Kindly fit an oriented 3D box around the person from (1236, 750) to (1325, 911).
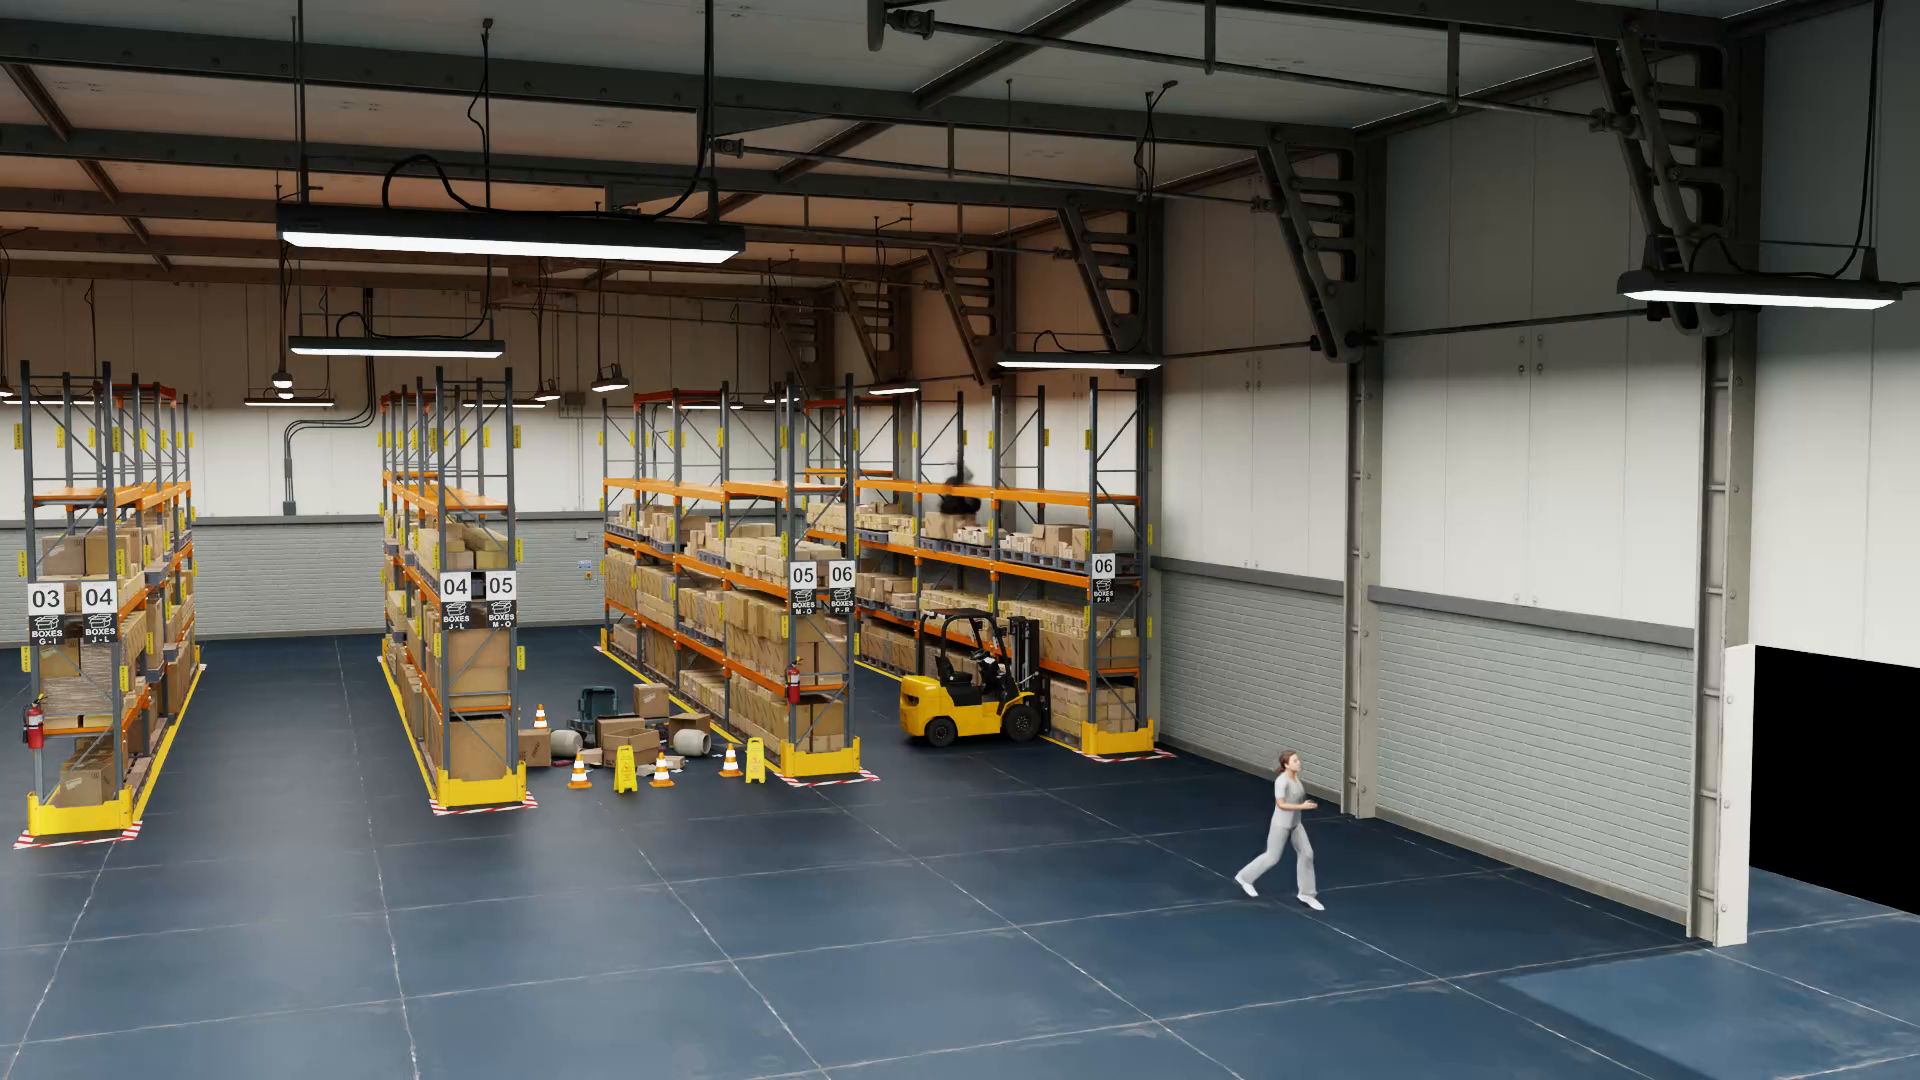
[{"bbox_3d":[3.468,3.088,17.901,0.955,1.695,0.575,3,4,37],"label":"person"}]
